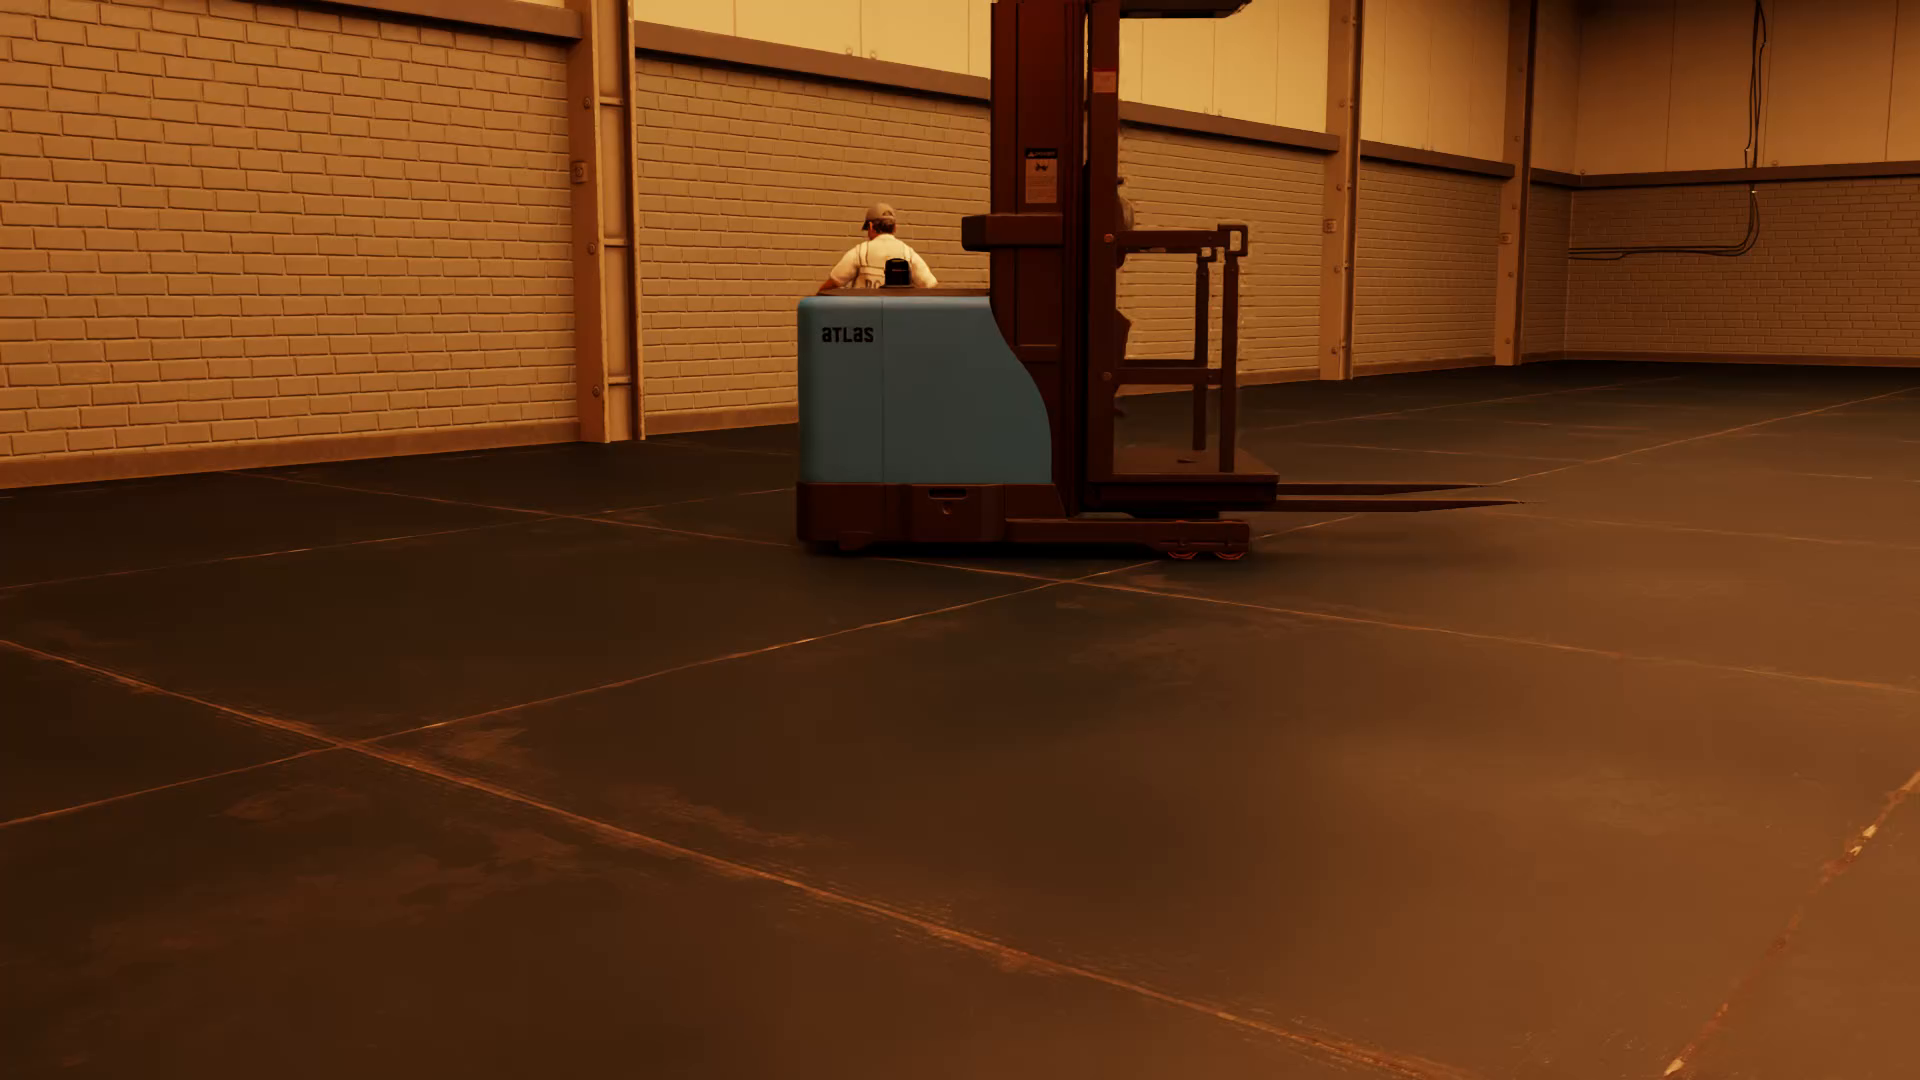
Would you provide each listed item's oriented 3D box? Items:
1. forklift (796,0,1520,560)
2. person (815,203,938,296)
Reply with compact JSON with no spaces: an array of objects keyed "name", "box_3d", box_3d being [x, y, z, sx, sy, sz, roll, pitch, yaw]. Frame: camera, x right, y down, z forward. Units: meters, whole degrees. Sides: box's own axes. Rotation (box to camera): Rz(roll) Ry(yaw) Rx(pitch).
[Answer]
[{"name":"forklift","box_3d":[0.842,-1.445,7.156,3.031,2.935,1.130,0,8,2]},{"name":"person","box_3d":[-0.448,-1.212,10.094,0.884,1.644,0.728,-2,9,-15]}]
